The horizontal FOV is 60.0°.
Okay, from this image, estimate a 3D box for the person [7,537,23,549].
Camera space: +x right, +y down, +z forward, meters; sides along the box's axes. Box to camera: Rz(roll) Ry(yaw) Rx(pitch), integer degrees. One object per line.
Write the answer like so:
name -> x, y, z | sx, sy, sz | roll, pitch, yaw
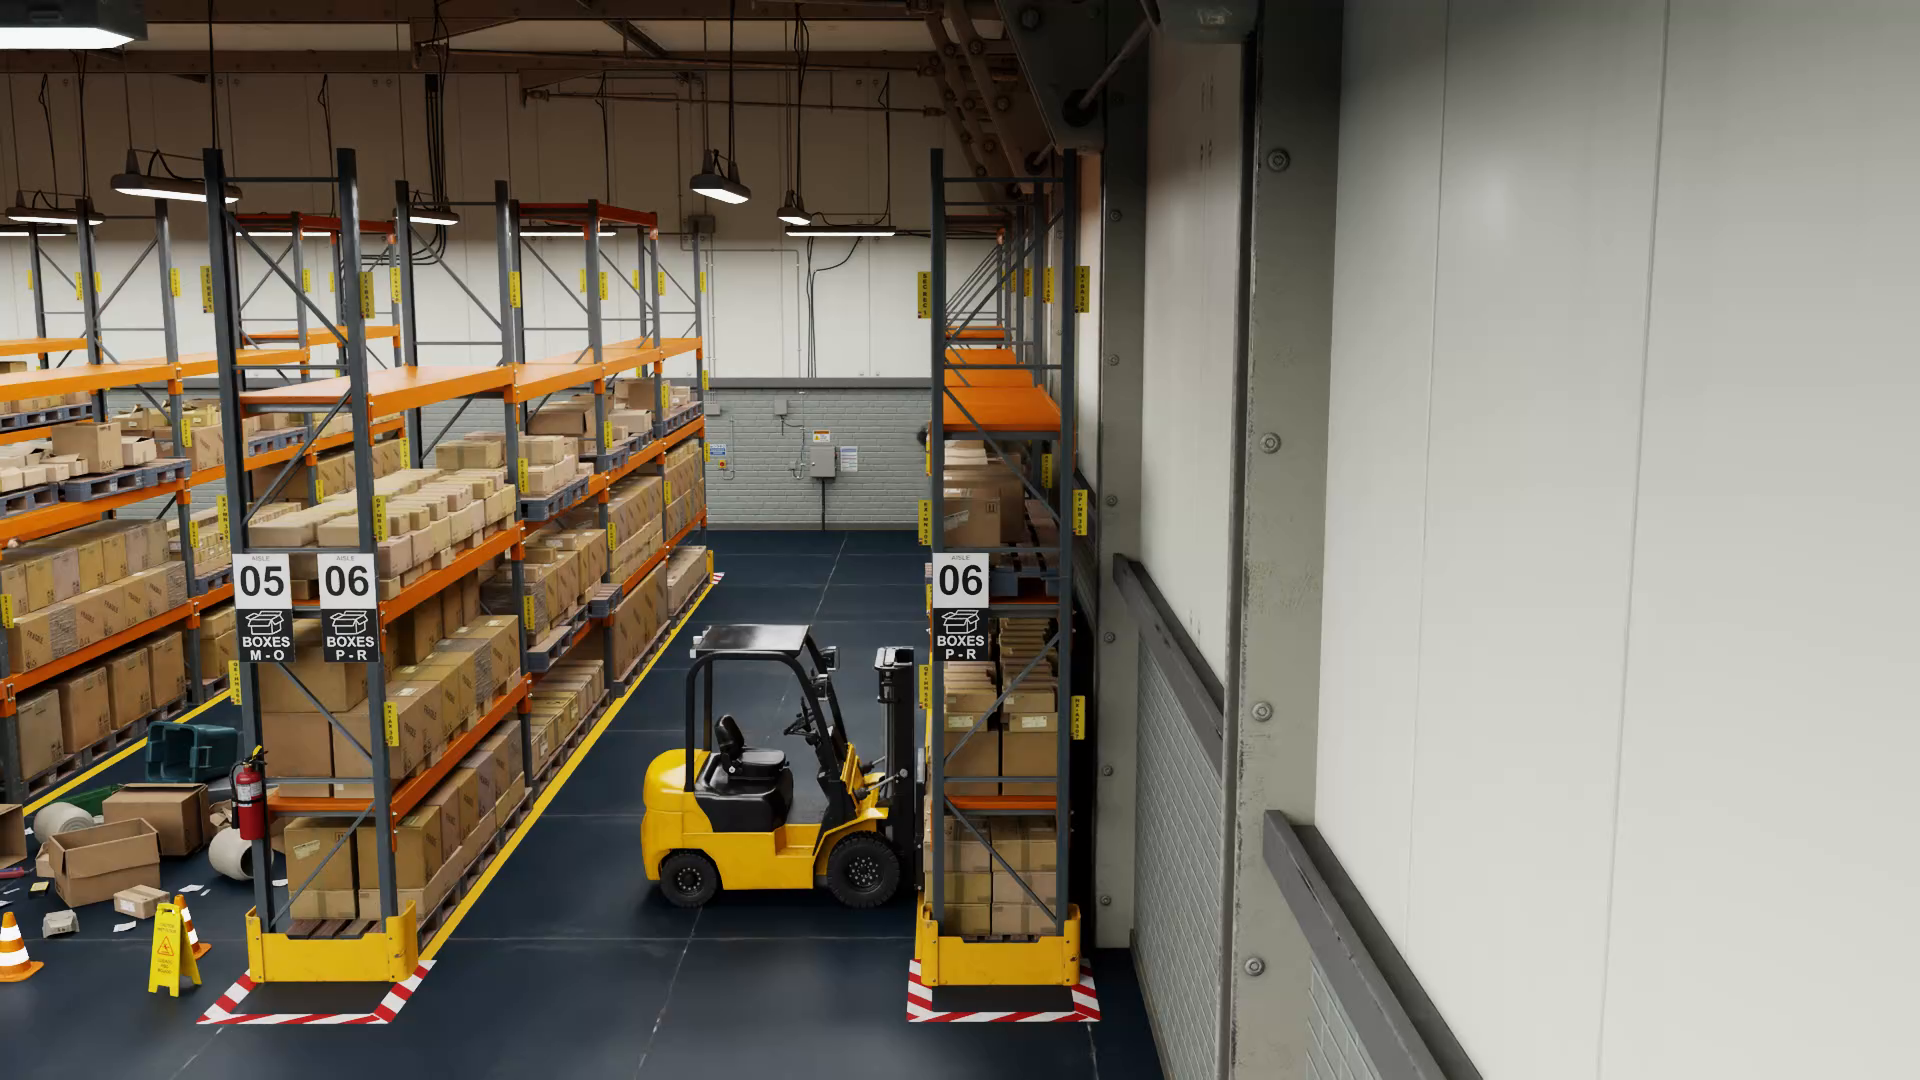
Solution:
person -> -12.827, 0.760, 22.675 | 0.582, 1.629, 0.561 | -1, 9, -4
